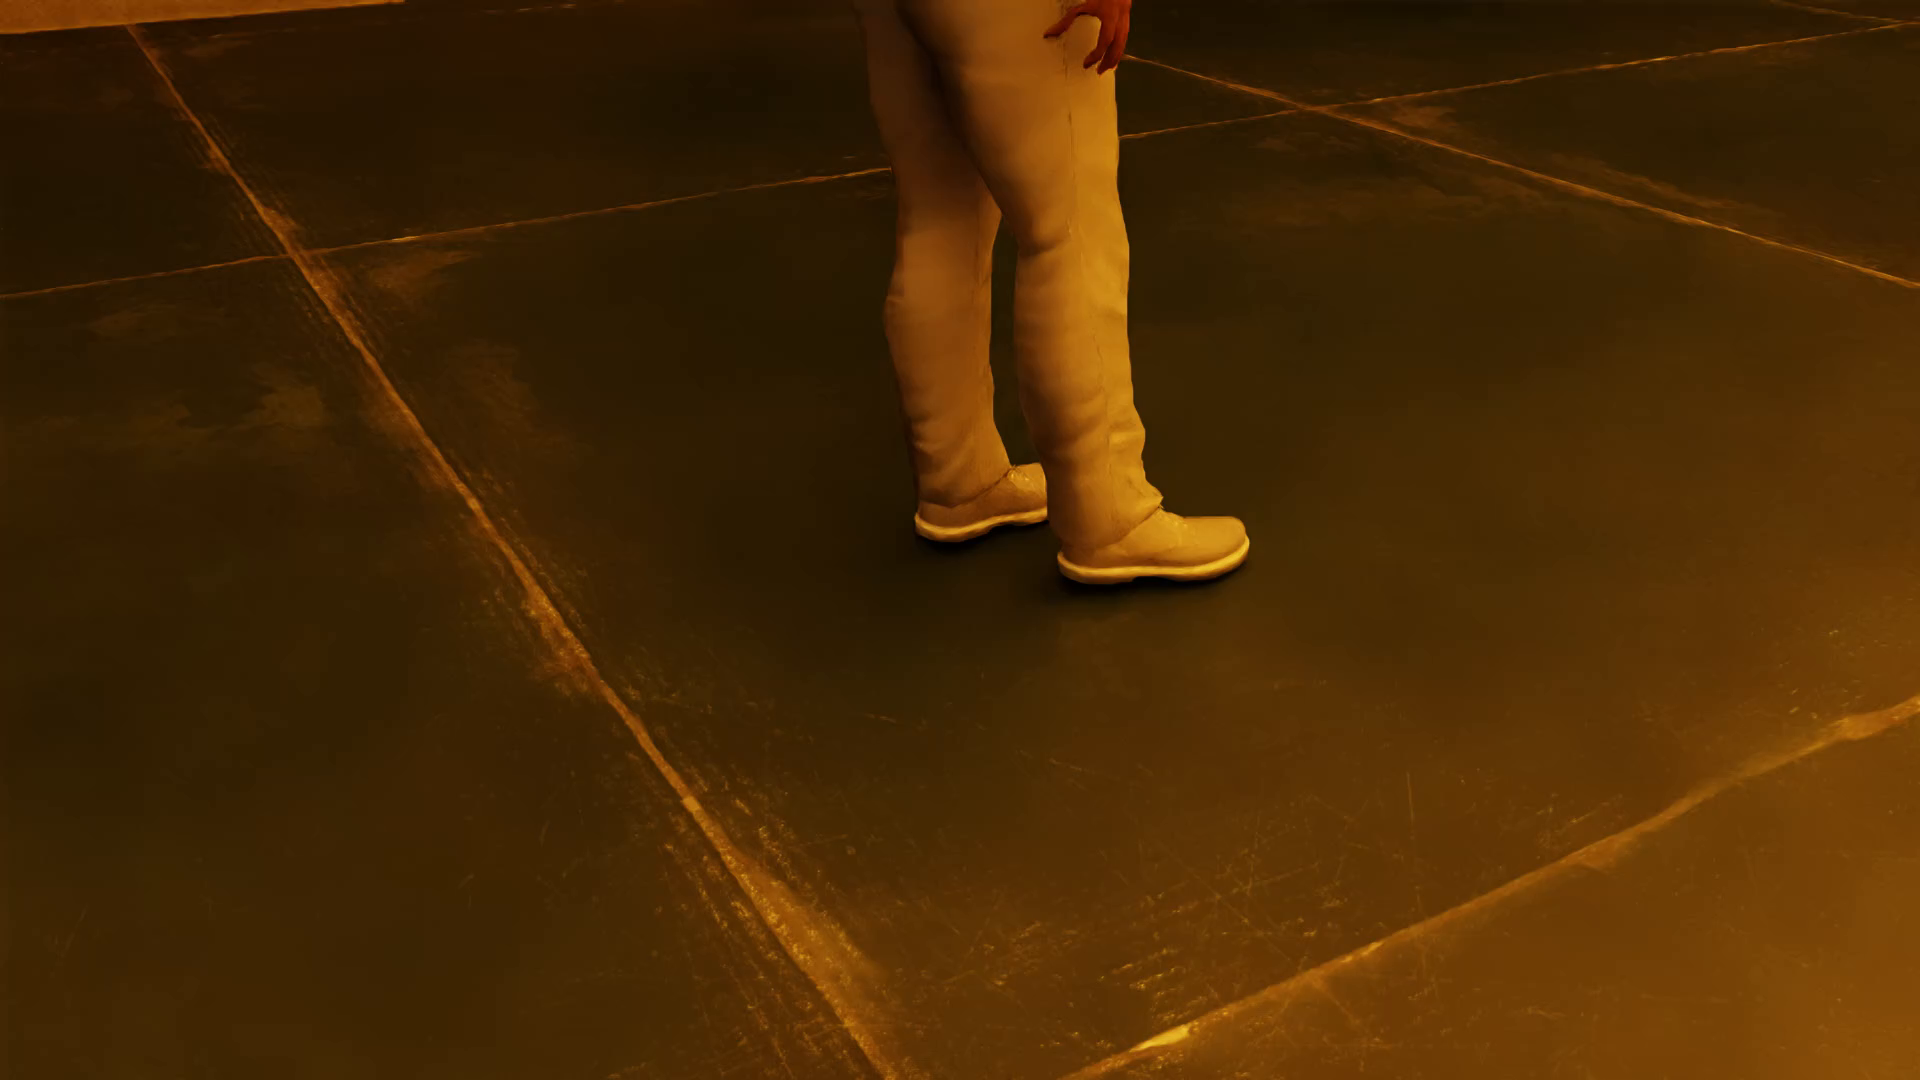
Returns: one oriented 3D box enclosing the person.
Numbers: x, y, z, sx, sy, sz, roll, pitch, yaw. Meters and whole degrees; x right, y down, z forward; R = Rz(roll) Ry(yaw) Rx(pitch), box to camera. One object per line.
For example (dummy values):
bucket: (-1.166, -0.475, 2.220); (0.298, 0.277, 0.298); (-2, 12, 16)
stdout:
person: (0.075, -0.772, 2.131); (0.529, 1.695, 0.570); (-15, 30, -26)
